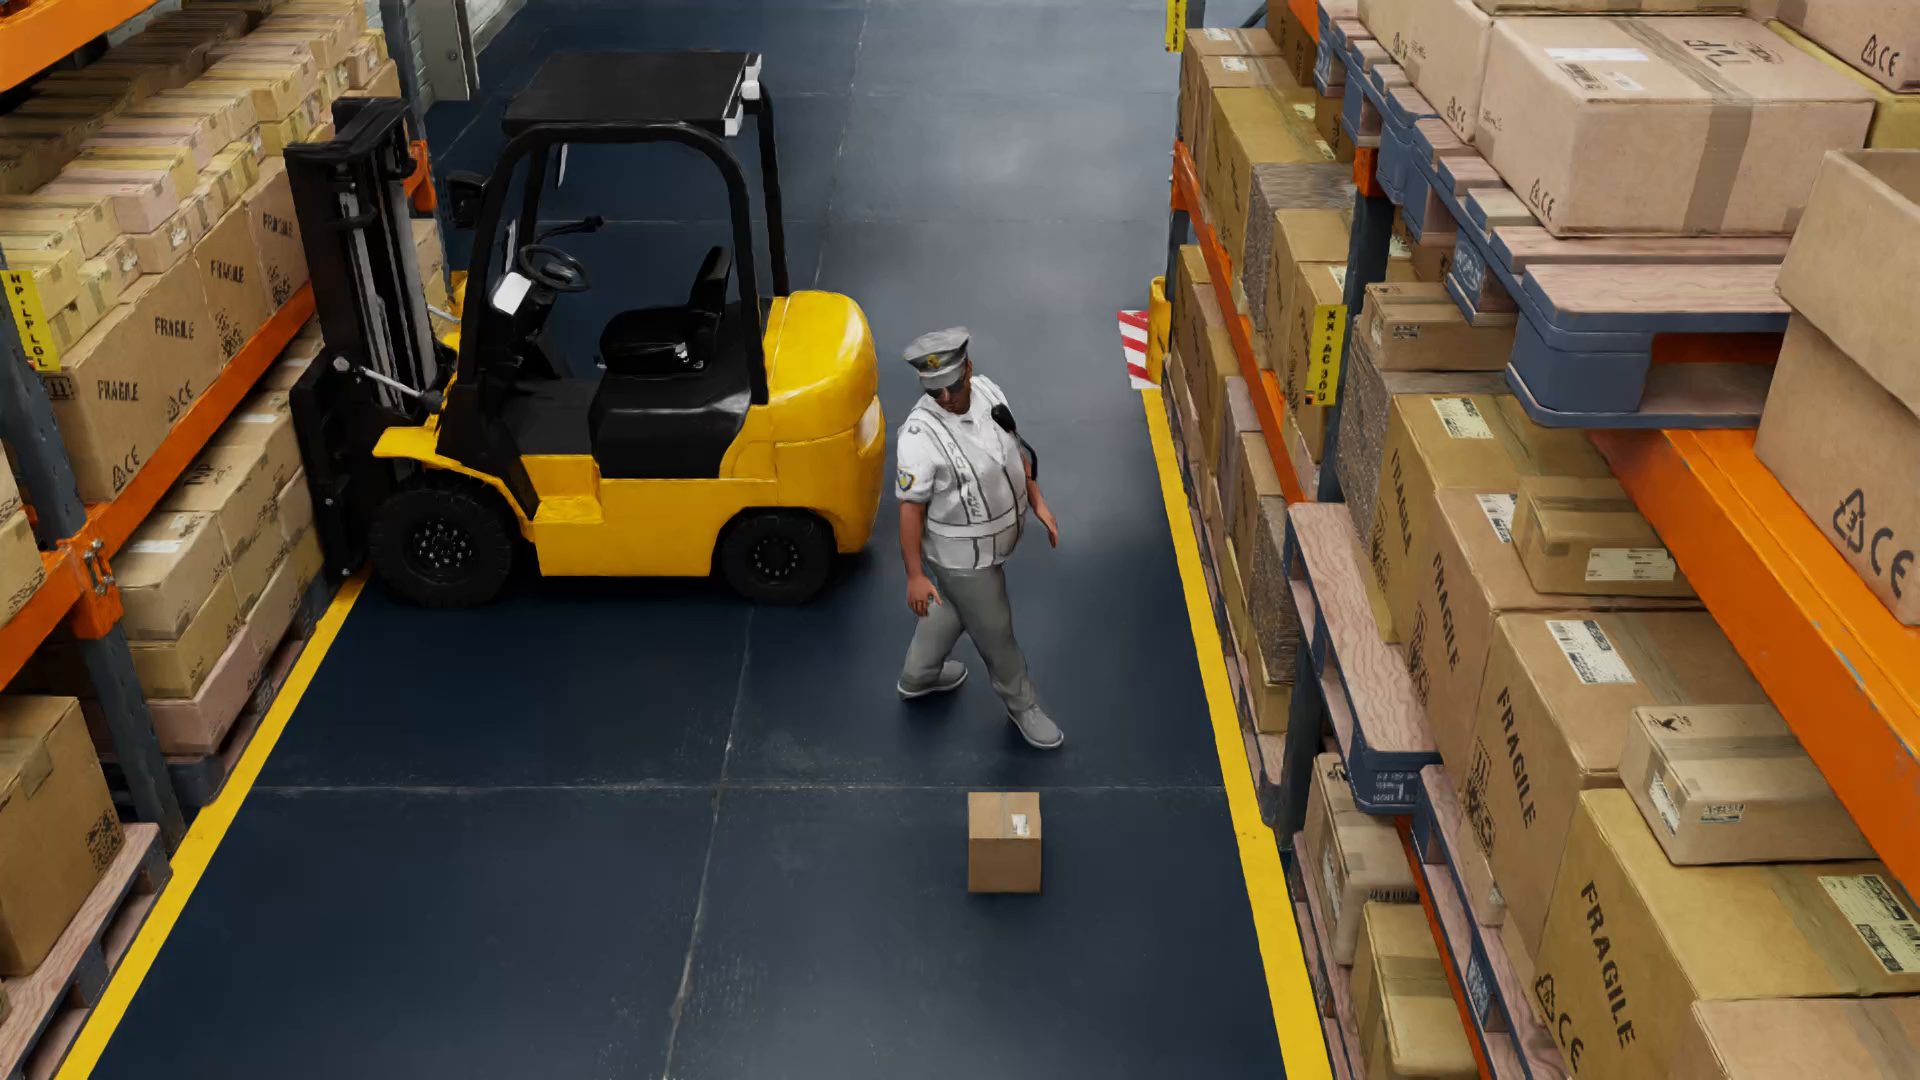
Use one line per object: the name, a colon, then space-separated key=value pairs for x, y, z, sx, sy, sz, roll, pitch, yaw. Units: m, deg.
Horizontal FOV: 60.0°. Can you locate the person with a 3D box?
person: x=0.064 y=0.003 z=6.147 sx=0.725 sy=1.723 sz=0.580 roll=12 pitch=33 yaw=19
